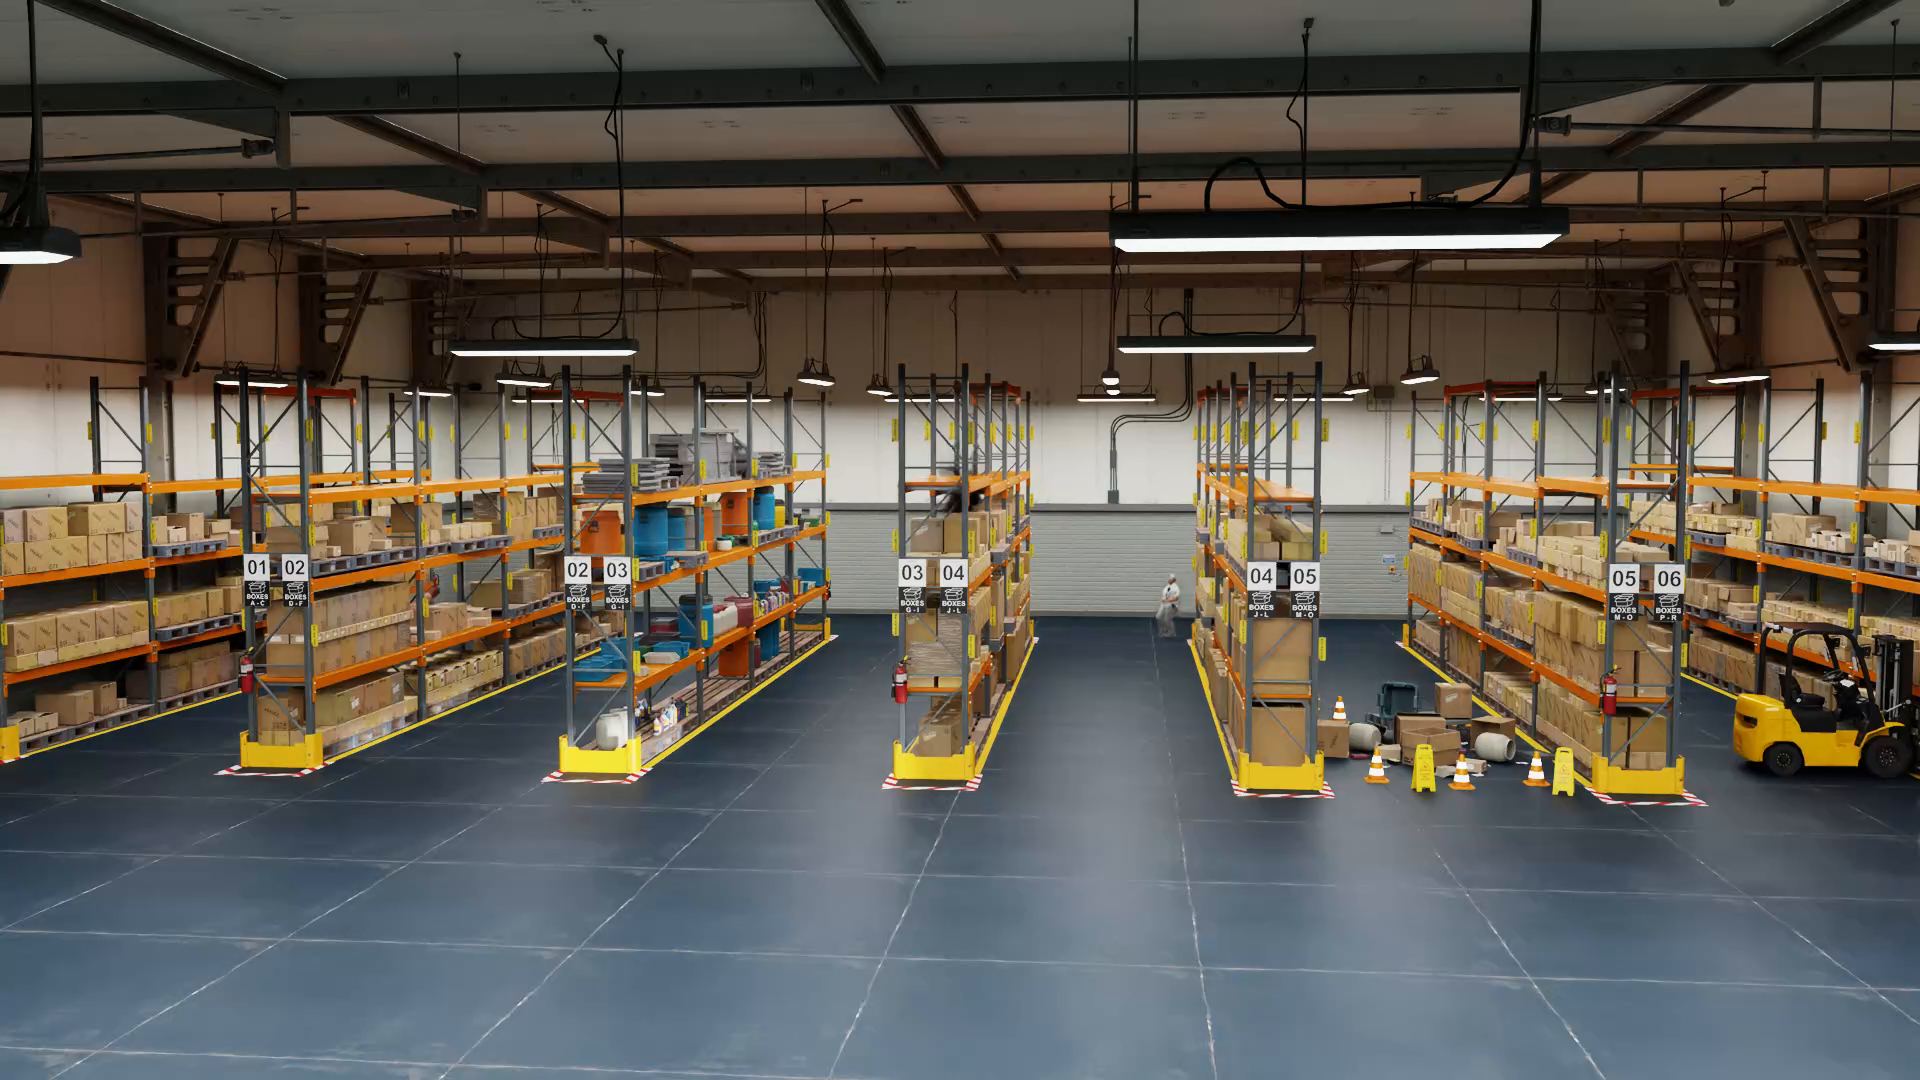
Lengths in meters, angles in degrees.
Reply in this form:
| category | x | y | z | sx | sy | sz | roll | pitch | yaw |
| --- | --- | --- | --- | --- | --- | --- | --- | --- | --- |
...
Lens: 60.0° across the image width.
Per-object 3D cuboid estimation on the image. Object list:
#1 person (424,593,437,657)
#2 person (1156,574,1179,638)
| category | x | y | z | sx | sy | sz | roll | pitch | yaw |
| --- | --- | --- | --- | --- | --- | --- | --- | --- | --- |
| person | -10.903 | 1.954 | 33.973 | 0.715 | 1.735 | 0.762 | 0 | 4 | 4 |
| person | 5.087 | 1.622 | 40.526 | 0.539 | 1.637 | 0.791 | -2 | 4 | -23 |
